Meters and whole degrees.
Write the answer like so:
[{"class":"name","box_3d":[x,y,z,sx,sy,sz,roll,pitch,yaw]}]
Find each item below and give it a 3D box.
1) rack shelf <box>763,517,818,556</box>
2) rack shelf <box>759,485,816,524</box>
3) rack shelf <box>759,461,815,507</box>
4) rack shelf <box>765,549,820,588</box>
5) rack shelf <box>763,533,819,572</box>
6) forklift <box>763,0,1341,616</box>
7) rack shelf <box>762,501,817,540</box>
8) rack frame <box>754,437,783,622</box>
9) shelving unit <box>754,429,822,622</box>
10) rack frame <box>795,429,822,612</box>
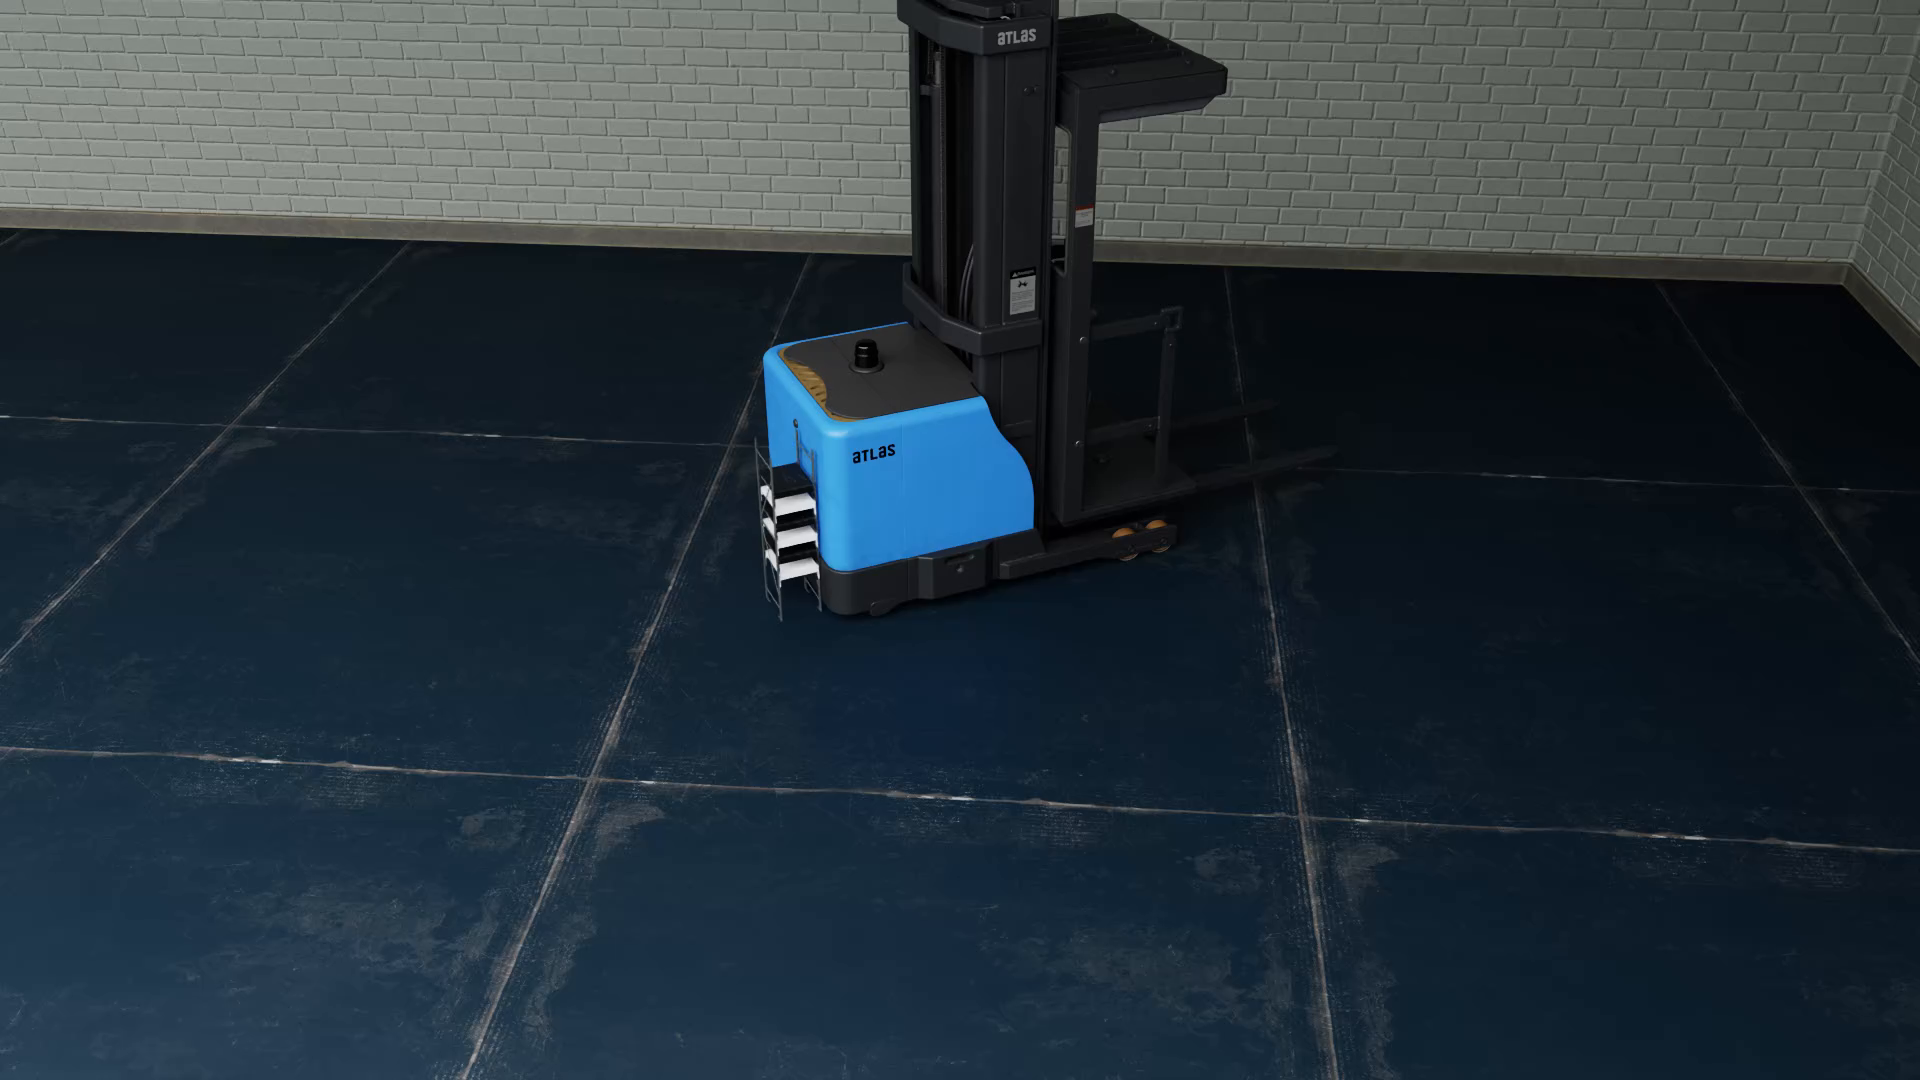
[{"class":"rack shelf","box_3d":[-0.823,-0.037,8.015,0.200,0.077,0.258,-13,34,-20]},{"class":"rack shelf","box_3d":[-0.823,-0.190,7.921,0.200,0.077,0.258,-13,34,-20]},{"class":"rack shelf","box_3d":[-0.823,-0.267,7.874,0.200,0.077,0.258,-13,34,-20]},{"class":"rack shelf","box_3d":[-0.823,0.116,8.110,0.200,0.077,0.258,-13,34,-20]},{"class":"rack shelf","box_3d":[-0.823,0.040,8.063,0.200,0.077,0.258,-13,34,-20]},{"class":"forklift","box_3d":[0.571,-1.381,8.197,3.031,2.935,1.130,-13,34,-20]},{"class":"rack shelf","box_3d":[-0.823,-0.113,7.968,0.200,0.077,0.258,-13,34,-20]},{"class":"rack frame","box_3d":[-0.916,-0.043,7.963,0.006,0.900,0.240,-13,34,-20]},{"class":"shelving unit","box_3d":[-0.823,-0.065,7.998,0.210,0.900,0.258,-13,34,-20]},{"class":"rack frame","box_3d":[-0.730,-0.087,8.033,0.006,0.900,0.240,-13,34,-20]}]
